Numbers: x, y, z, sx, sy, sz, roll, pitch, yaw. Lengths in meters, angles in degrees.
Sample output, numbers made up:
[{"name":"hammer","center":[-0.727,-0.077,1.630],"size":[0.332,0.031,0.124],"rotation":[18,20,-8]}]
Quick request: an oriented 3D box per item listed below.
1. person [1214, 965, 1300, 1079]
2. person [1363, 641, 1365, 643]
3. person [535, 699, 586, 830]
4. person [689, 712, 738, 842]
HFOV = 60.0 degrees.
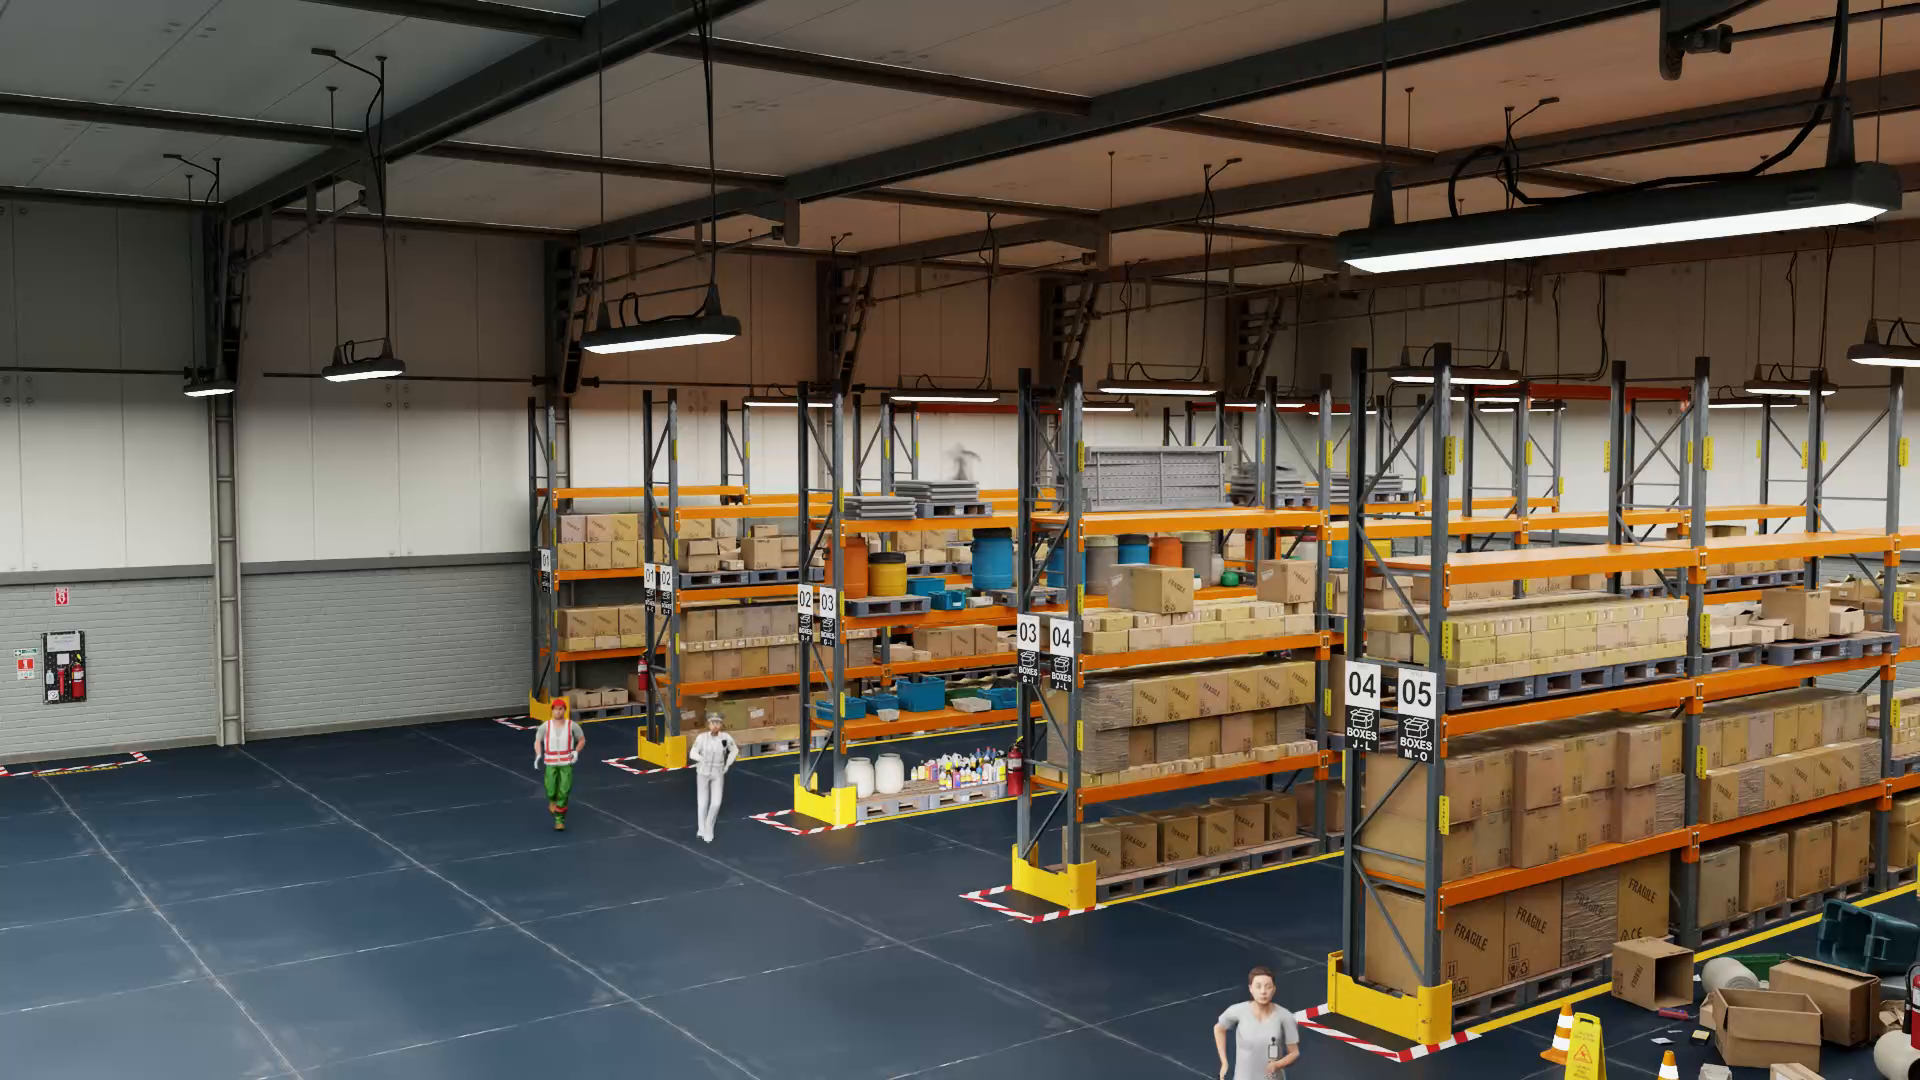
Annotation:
[{"name":"person","center":[1.987,3.670,11.081],"size":[0.537,1.659,0.670],"rotation":[0,3,2]},{"name":"person","center":[8.276,2.364,33.896],"size":[0.602,1.595,0.582],"rotation":[2,4,34]},{"name":"person","center":[-5.348,2.992,22.254],"size":[0.672,1.741,0.592],"rotation":[-1,3,-11]},{"name":"person","center":[-3.186,3.064,21.512],"size":[0.616,1.707,0.666],"rotation":[0,3,-5]}]
